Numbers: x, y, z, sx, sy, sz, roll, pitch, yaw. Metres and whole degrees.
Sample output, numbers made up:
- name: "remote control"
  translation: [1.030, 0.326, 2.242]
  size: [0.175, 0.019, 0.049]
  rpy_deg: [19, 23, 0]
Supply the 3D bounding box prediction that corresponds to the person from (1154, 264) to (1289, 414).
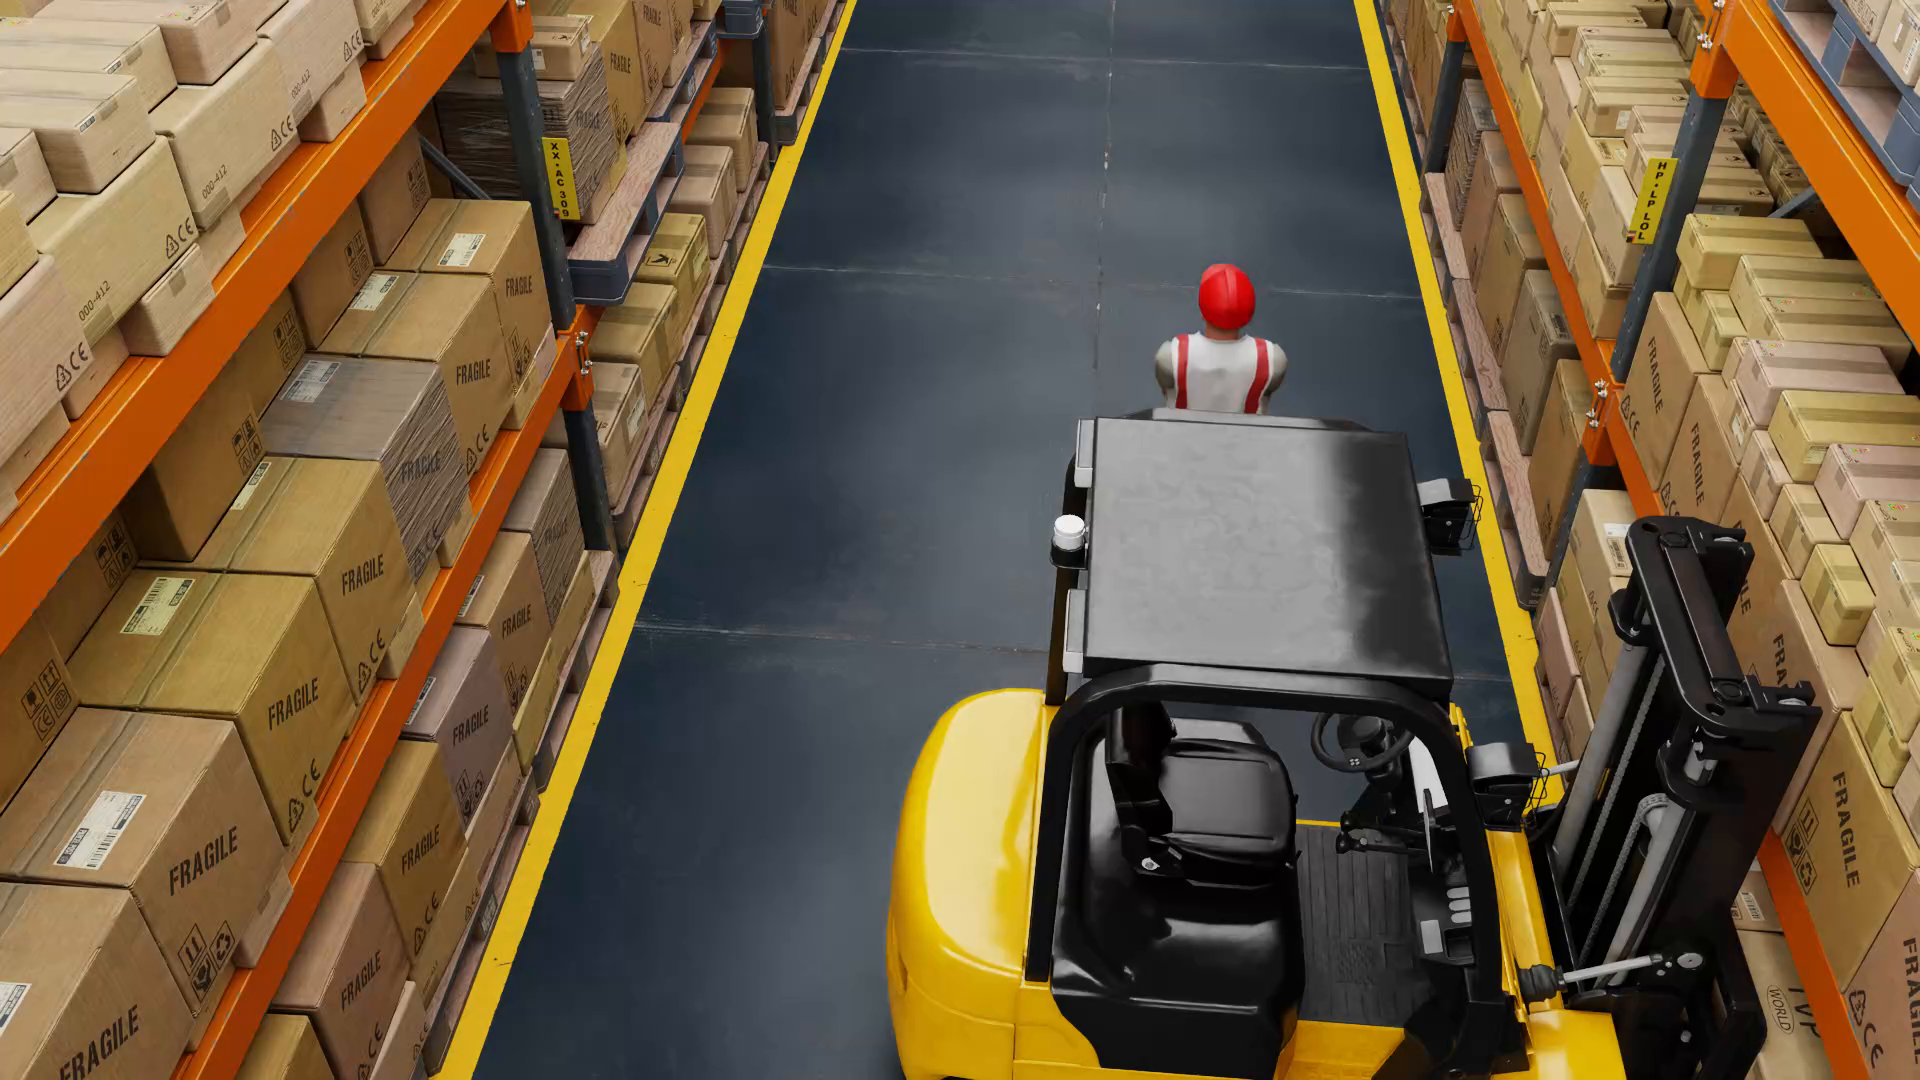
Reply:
- name: "person"
  translation: [0.983, -0.373, 6.591]
  size: [0.493, 1.782, 0.564]
  rpy_deg: [3, 40, 4]
